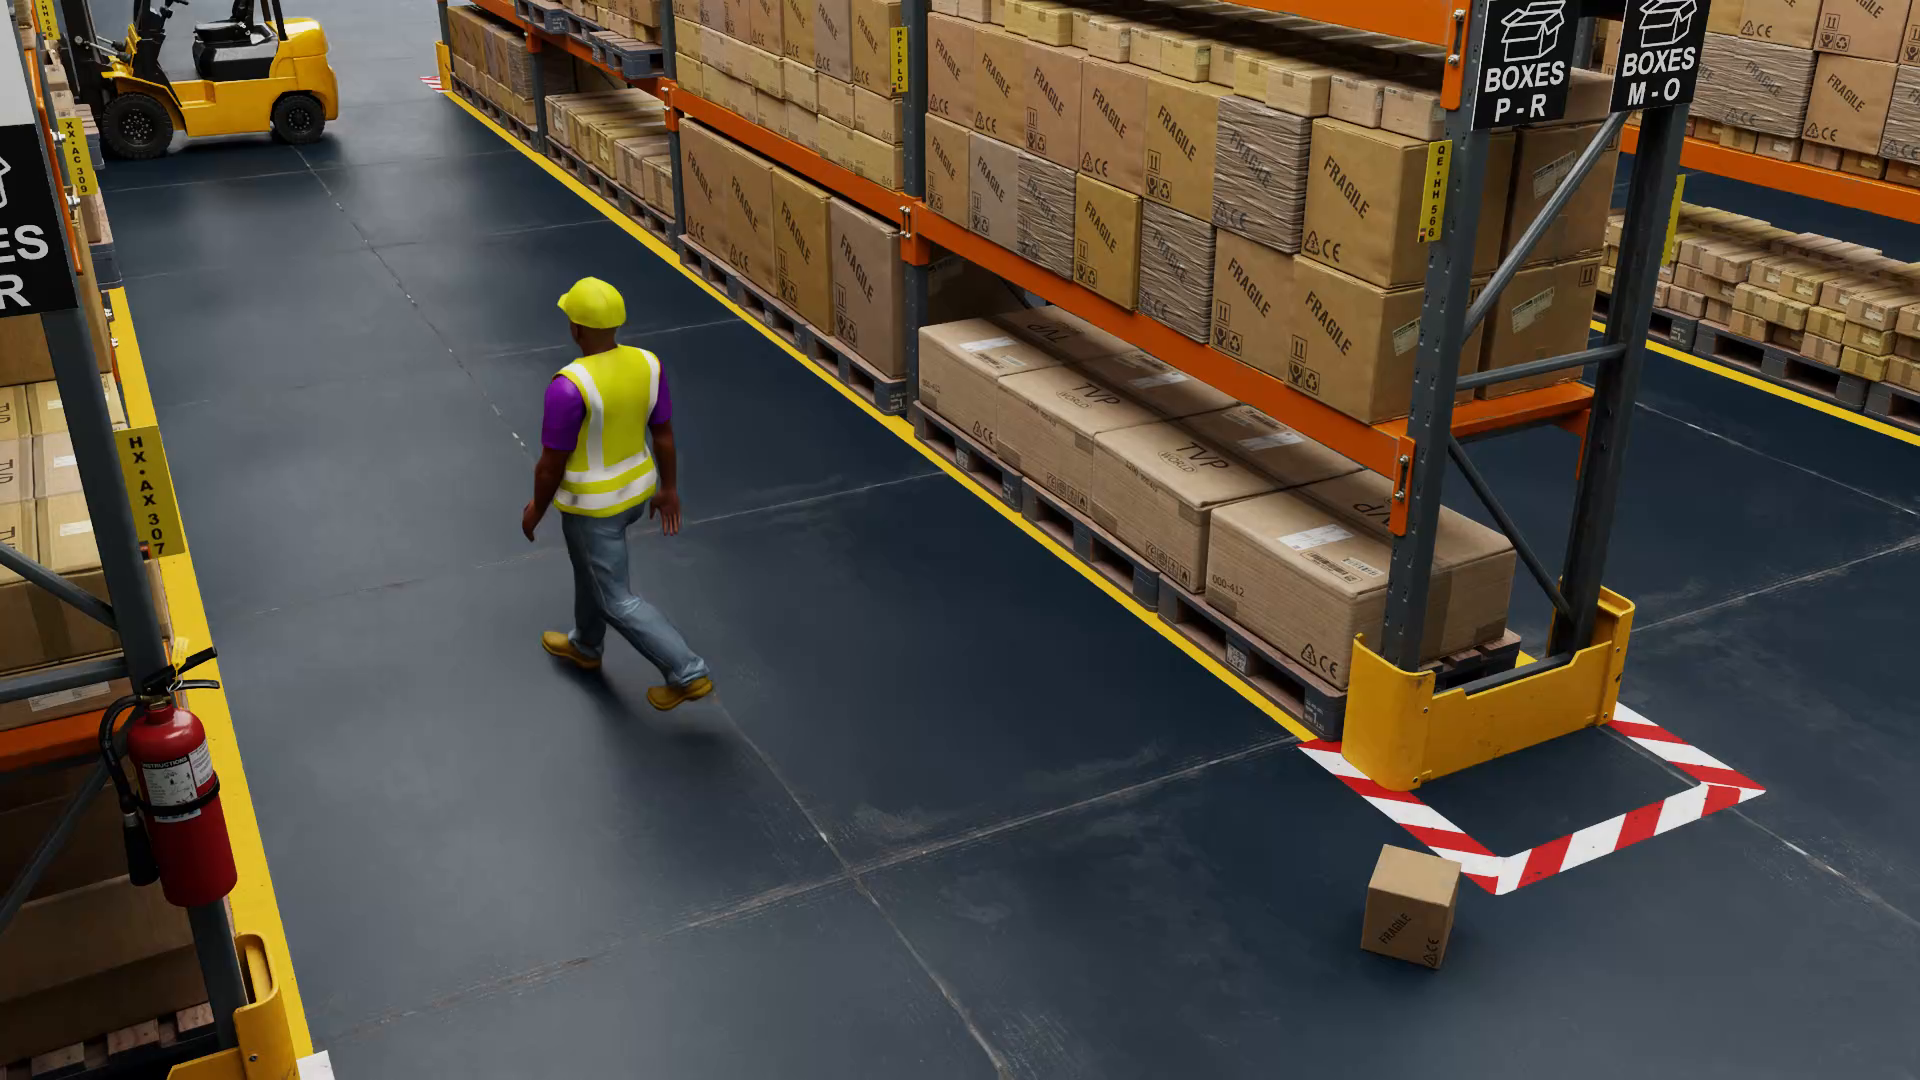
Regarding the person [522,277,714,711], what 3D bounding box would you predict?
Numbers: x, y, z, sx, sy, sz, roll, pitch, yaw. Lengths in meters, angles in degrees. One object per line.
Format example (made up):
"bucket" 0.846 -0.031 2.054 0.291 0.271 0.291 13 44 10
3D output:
"person" -1.374 -0.174 6.447 1.019 1.728 0.562 13 29 26
